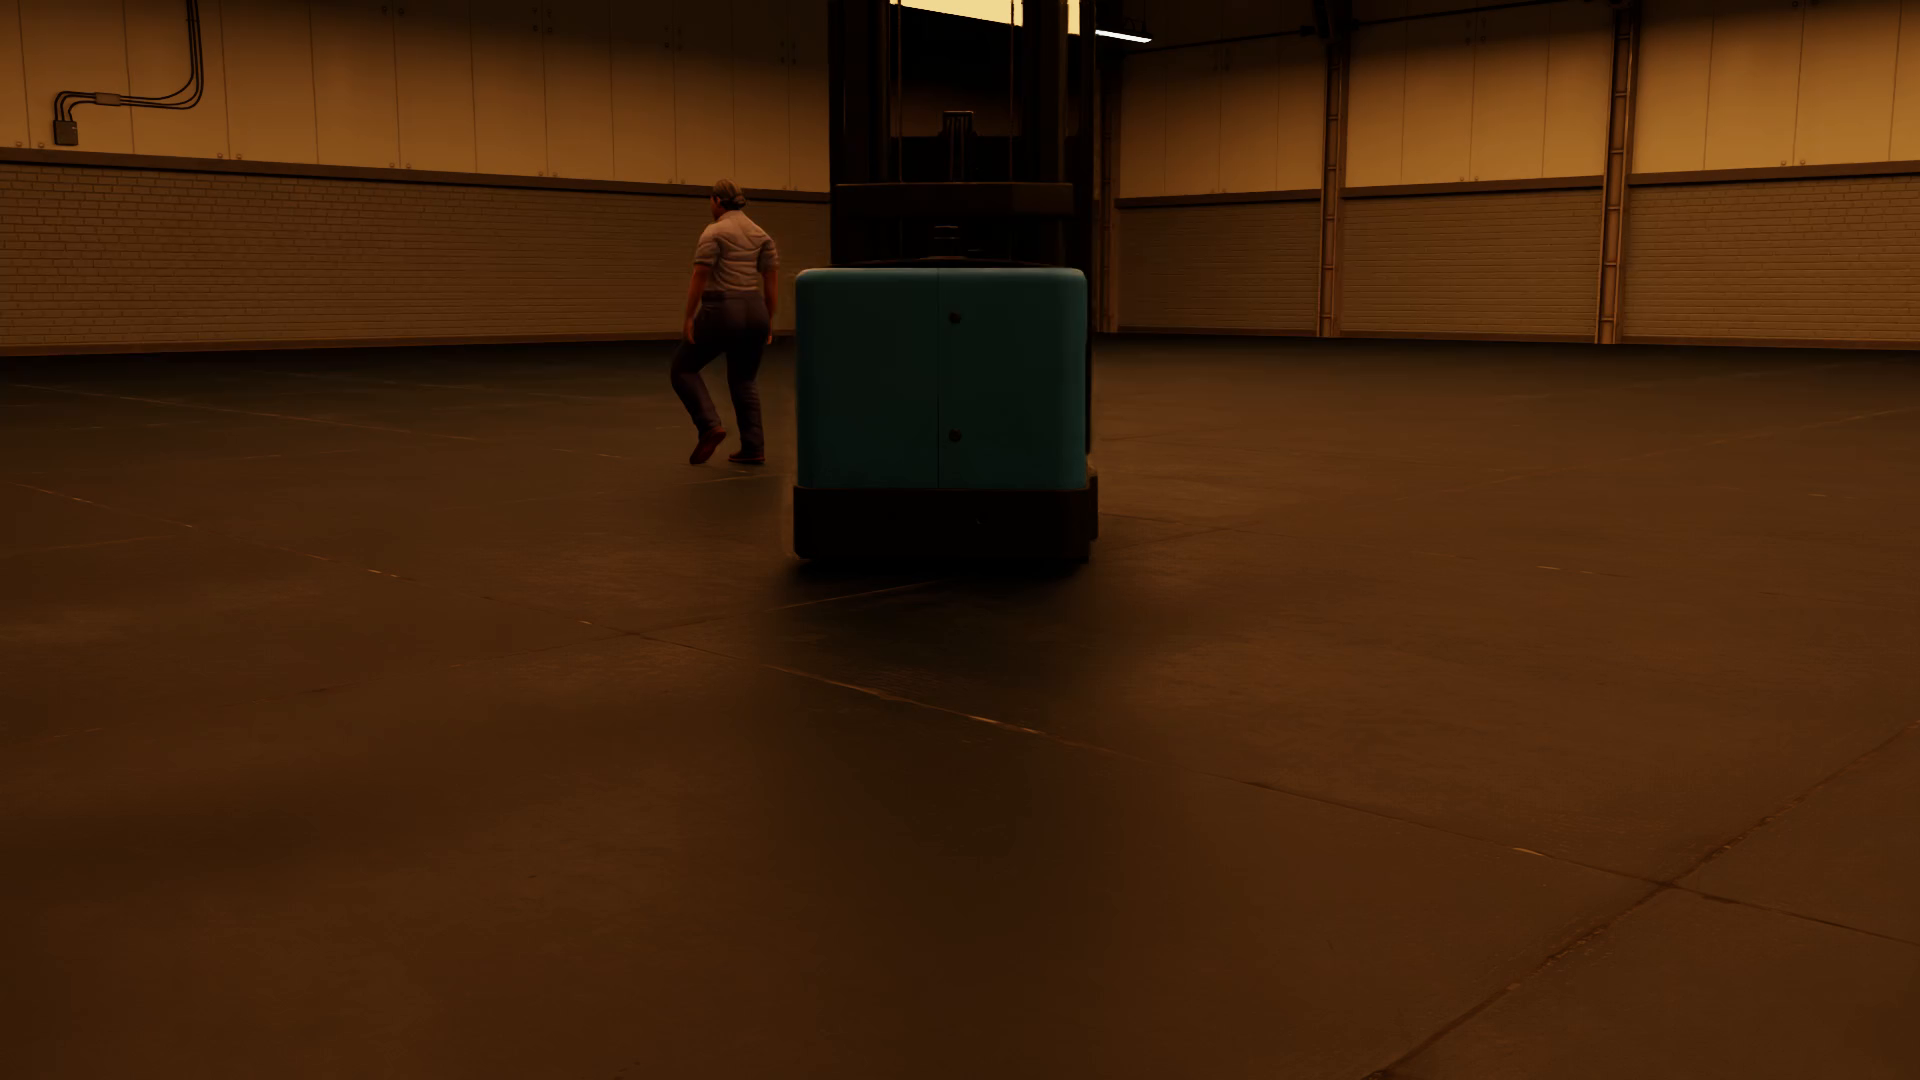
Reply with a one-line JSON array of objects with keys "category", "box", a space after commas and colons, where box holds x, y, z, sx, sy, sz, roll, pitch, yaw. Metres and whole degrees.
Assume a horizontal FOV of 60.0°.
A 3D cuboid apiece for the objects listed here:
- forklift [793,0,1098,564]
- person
[{"category": "forklift", "box": [0.023, -1.542, 7.113, 1.130, 2.935, 3.031, 1, 9, 4]}, {"category": "person", "box": [-1.369, -1.257, 9.624, 0.465, 1.637, 0.596, 8, 12, 42]}]
